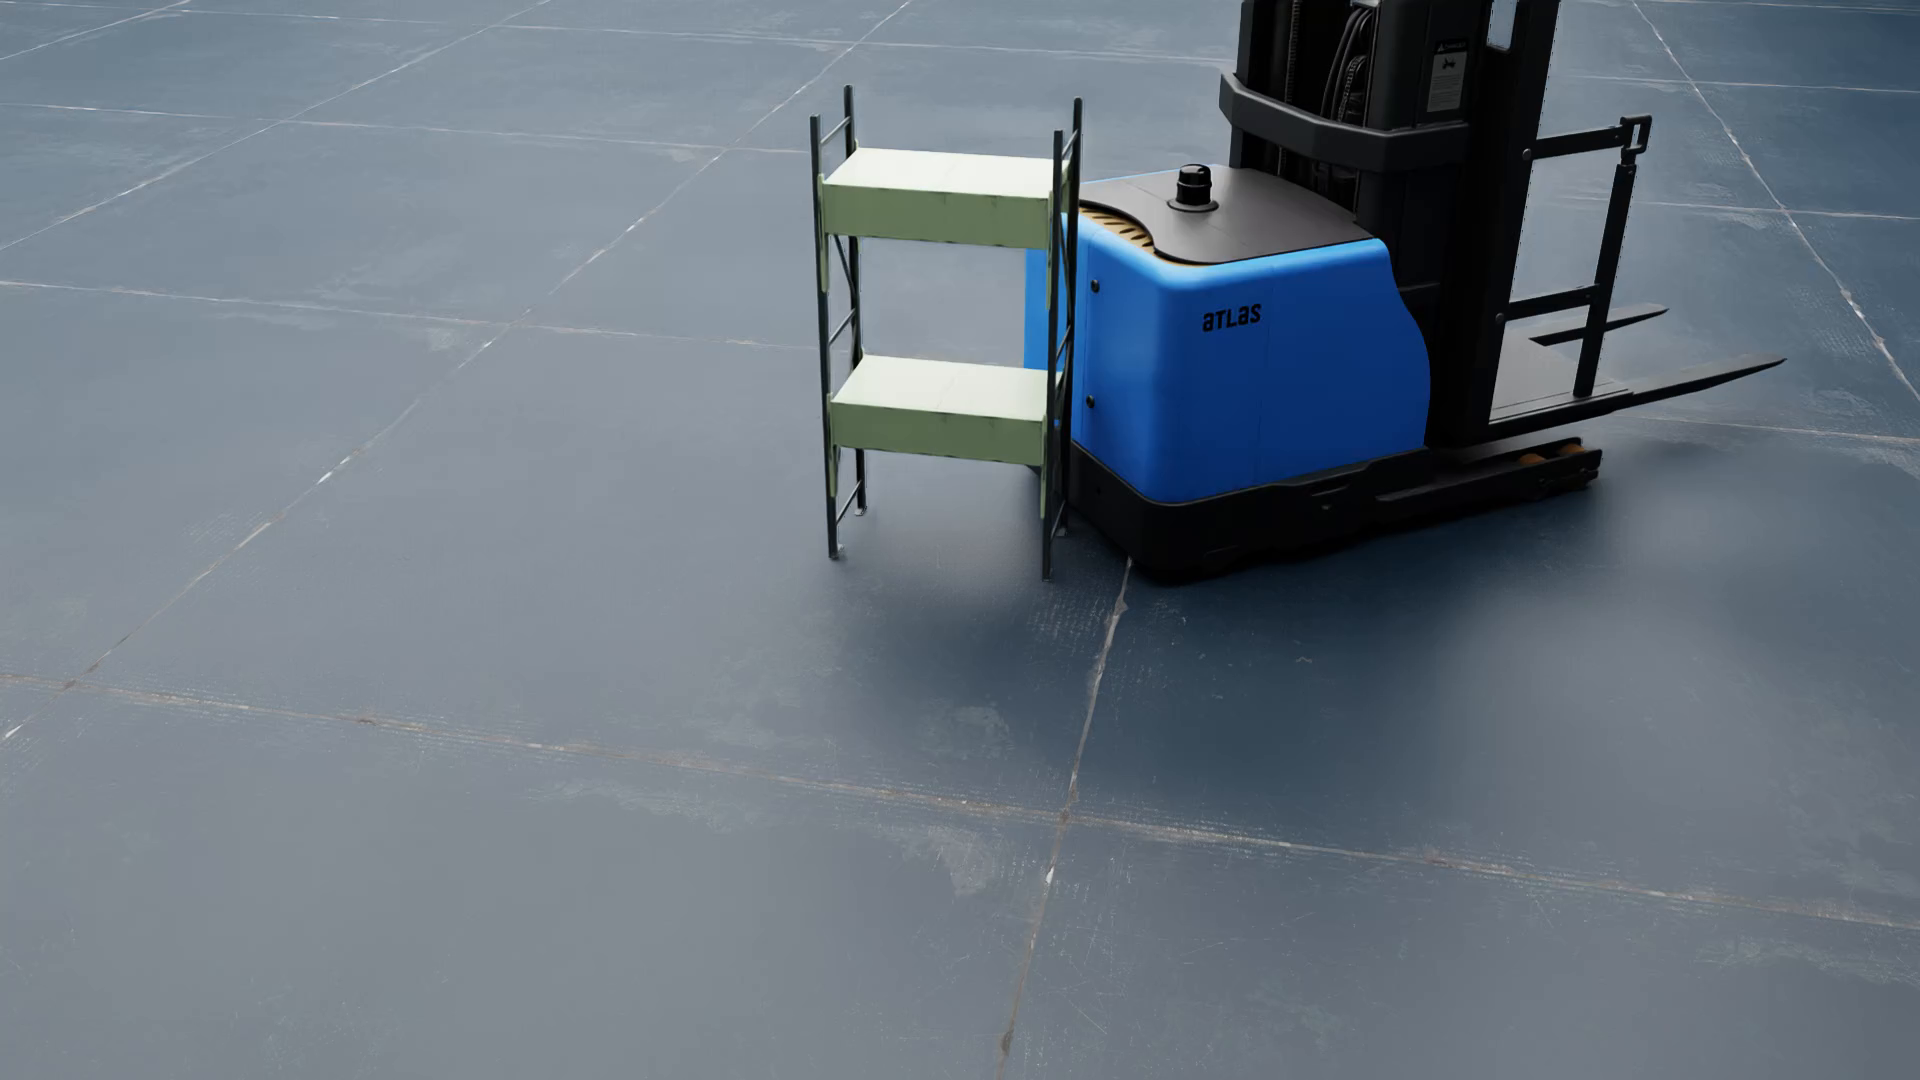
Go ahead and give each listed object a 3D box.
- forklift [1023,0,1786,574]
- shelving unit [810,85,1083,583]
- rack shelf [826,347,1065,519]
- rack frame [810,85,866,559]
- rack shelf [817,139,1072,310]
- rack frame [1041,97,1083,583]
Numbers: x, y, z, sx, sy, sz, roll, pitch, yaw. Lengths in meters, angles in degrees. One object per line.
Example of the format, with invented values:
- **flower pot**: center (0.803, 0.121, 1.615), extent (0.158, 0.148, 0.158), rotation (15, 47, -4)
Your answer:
- **forklift**: center (1.772, -1.644, 5.701), extent (3.031, 2.935, 1.130), rotation (-13, 31, -22)
- **shelving unit**: center (-0.034, -0.649, 5.374), extent (0.755, 1.500, 0.431), rotation (6, 29, 11)
- **rack shelf**: center (-0.034, -0.363, 5.531), extent (0.720, 0.370, 0.431), rotation (6, 29, 11)
- **rack frame**: center (-0.391, -0.687, 5.444), extent (0.023, 1.500, 0.400), rotation (6, 29, 11)
- **rack shelf**: center (-0.034, -0.992, 5.187), extent (0.720, 0.370, 0.431), rotation (6, 29, 11)
- **rack frame**: center (0.324, -0.611, 5.305), extent (0.023, 1.500, 0.400), rotation (6, 29, 11)
